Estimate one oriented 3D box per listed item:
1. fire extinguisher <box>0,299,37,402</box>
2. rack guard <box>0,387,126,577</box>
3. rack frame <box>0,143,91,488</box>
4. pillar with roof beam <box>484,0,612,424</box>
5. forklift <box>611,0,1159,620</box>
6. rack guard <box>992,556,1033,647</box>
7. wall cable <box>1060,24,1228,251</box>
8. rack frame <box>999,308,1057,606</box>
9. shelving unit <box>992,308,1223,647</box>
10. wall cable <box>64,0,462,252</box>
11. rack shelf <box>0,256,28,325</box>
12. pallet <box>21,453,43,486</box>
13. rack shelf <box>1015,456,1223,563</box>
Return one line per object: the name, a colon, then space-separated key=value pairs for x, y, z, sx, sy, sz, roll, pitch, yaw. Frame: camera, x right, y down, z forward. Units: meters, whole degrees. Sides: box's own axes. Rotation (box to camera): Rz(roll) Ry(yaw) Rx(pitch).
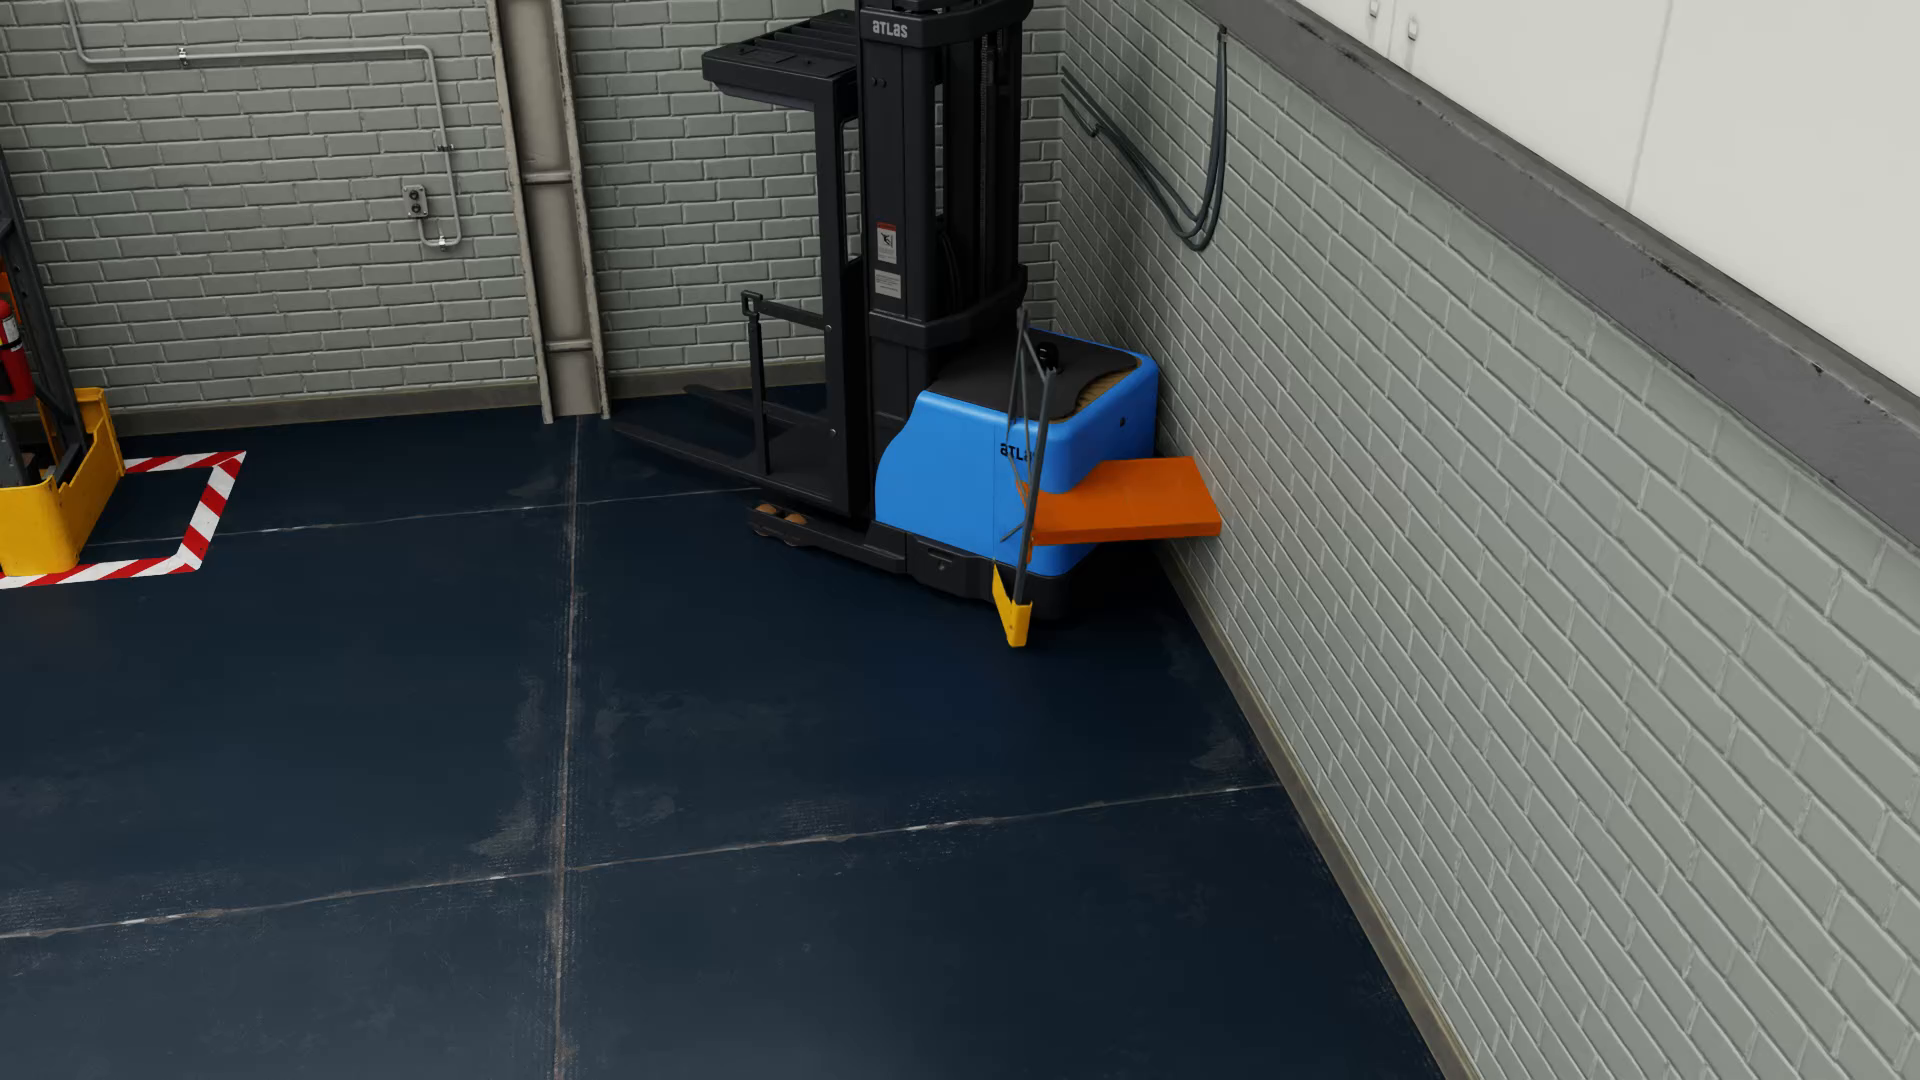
fire extinguisher: x=-4.587 y=-0.993 z=7.924 sx=0.183 sy=0.674 sz=0.296 roll=-5 pitch=31 yaw=-9
rack guard: x=-4.795 y=-0.329 z=8.816 sx=0.348 sy=0.500 sz=1.175 roll=-5 pitch=31 yaw=-9
rack frame: x=-4.818 y=-1.404 z=8.178 sx=0.127 sy=3.000 sz=1.000 roll=-5 pitch=31 yaw=-9
pillar with roof beam: x=-1.543 y=-2.521 z=4.160 sx=0.400 sy=9.000 sz=9.100 roll=-5 pitch=31 yaw=-9
forklift: x=-0.523 y=-1.436 z=8.300 sx=3.031 sy=2.935 sz=1.130 roll=18 pitch=35 yaw=28
rack guard: x=0.226 y=0.216 z=7.893 sx=0.087 sy=0.250 sz=0.587 roll=-3 pitch=40 yaw=-12
wall cable: x=0.810 y=-2.990 z=8.020 sx=0.112 sy=2.526 sz=3.097 roll=-5 pitch=31 yaw=-9
rack frame: x=0.265 y=-0.267 z=7.498 sx=0.032 sy=1.500 sz=0.500 roll=-3 pitch=40 yaw=-12
shelving unit: x=0.769 y=-0.297 z=7.609 sx=1.083 sy=1.500 sz=0.587 roll=-3 pitch=40 yaw=-12
wall cable: x=-3.729 y=-2.430 z=8.922 sx=1.851 sy=1.984 sz=0.084 roll=-5 pitch=31 yaw=-9
rack shelf: x=-6.785 y=-0.911 z=8.050 sx=4.000 sy=0.370 sz=1.077 roll=-5 pitch=31 yaw=-9
pallet: x=-5.591 y=-0.090 z=8.695 sx=1.213 sy=0.211 sz=1.003 roll=-5 pitch=31 yaw=-9
rack shelf: x=0.744 y=-0.157 z=7.720 sx=1.000 sy=0.185 sz=0.538 roll=-3 pitch=40 yaw=-12
